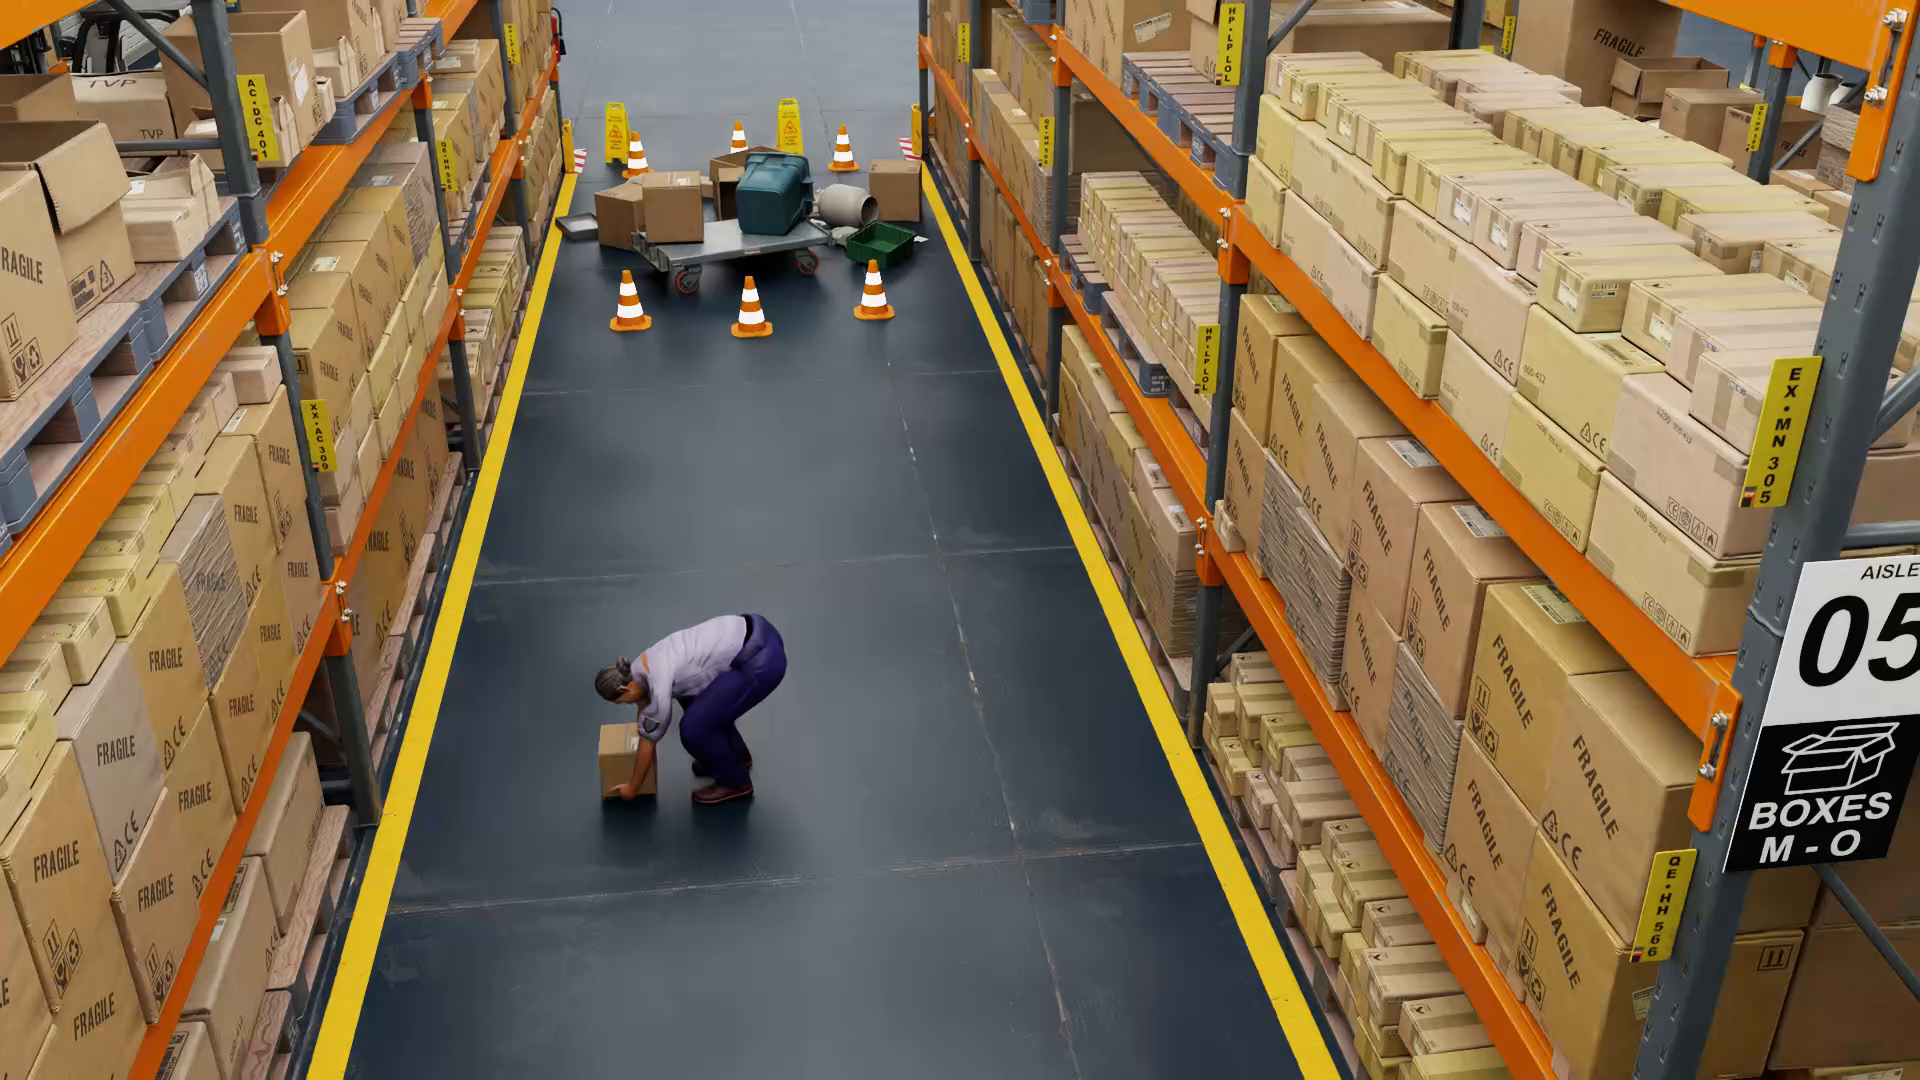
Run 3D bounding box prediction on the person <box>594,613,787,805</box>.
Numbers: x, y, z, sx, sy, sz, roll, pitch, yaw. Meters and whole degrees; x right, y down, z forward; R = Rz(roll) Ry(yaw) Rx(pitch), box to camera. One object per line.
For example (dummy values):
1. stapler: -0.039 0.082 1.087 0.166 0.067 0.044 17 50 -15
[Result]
1. person: -1.264 0.805 7.915 0.895 0.880 0.496 -5 28 -10
